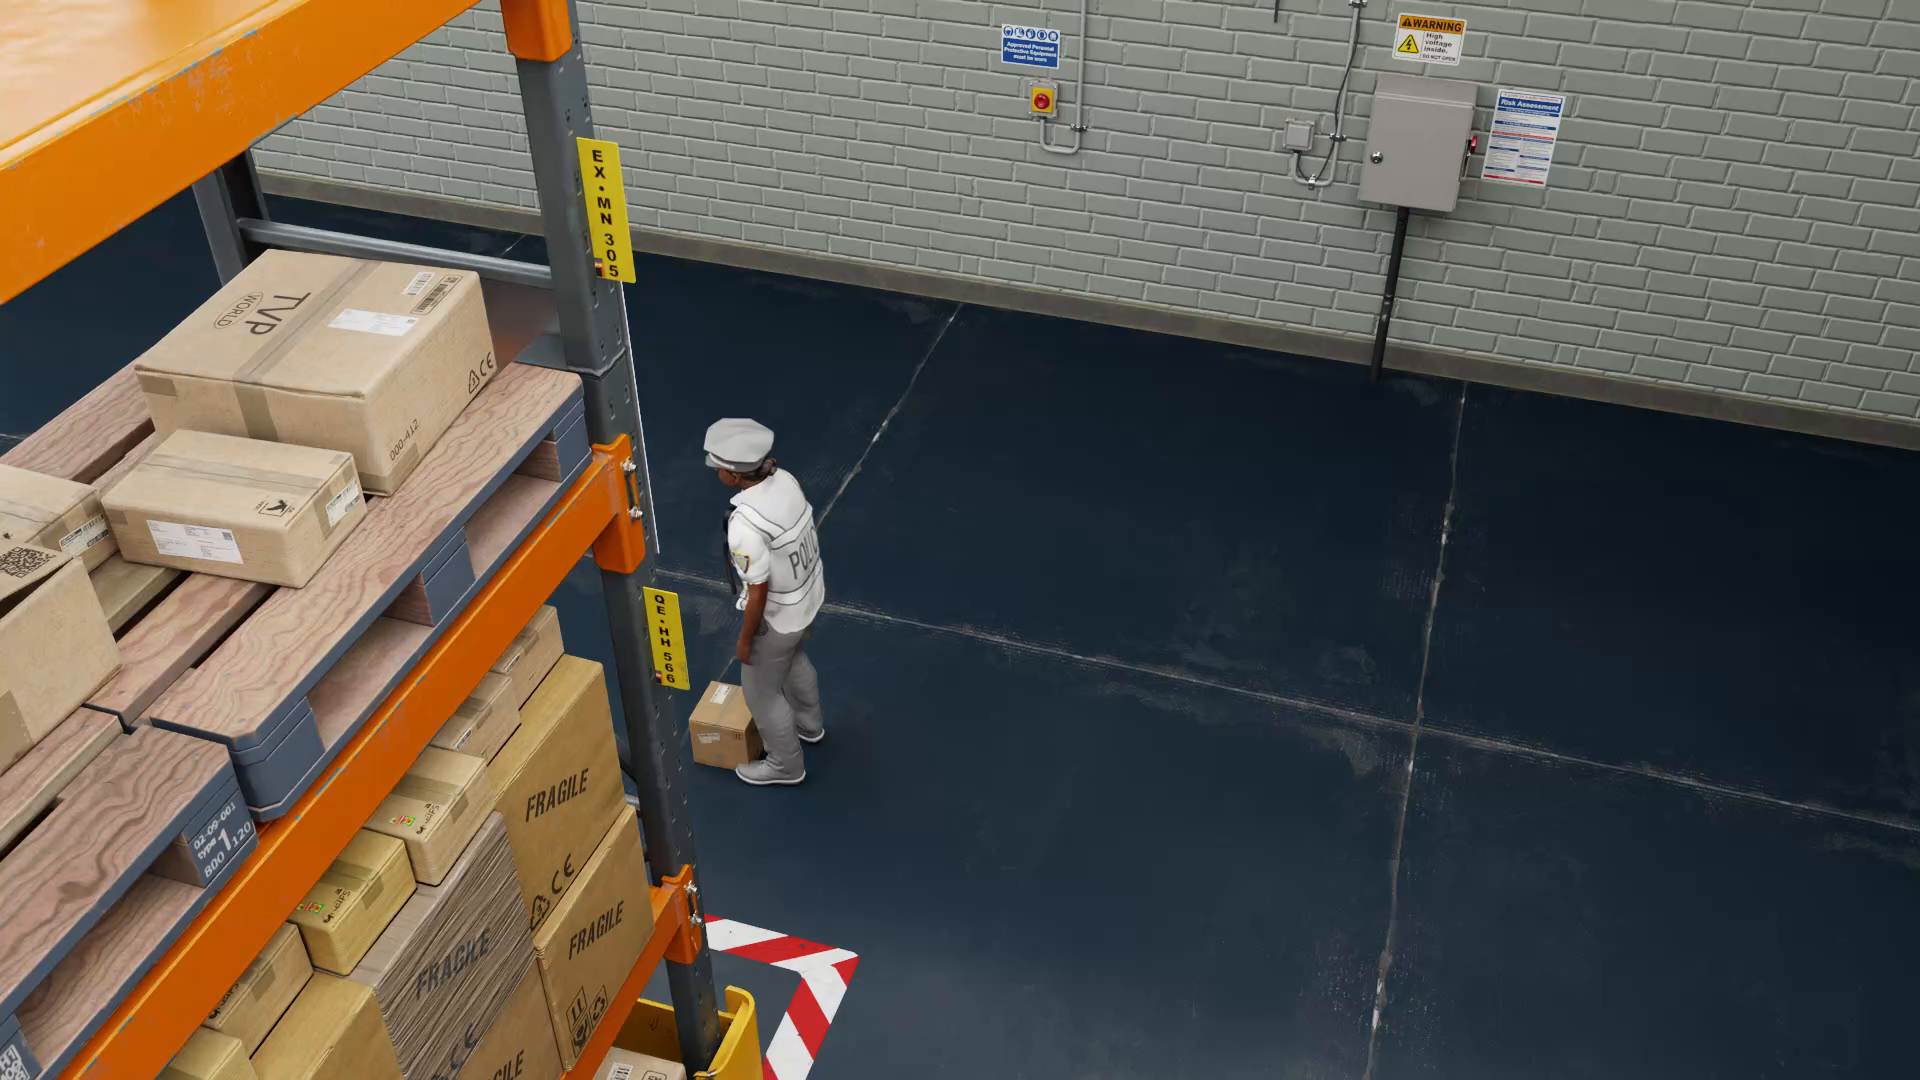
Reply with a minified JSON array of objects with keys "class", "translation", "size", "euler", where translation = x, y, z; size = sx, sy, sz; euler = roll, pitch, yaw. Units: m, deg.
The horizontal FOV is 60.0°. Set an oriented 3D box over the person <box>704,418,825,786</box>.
[{"class":"person","translation":[-0.739,0.264,6.544],"size":[0.395,1.658,0.504],"euler":[11,39,14]}]
